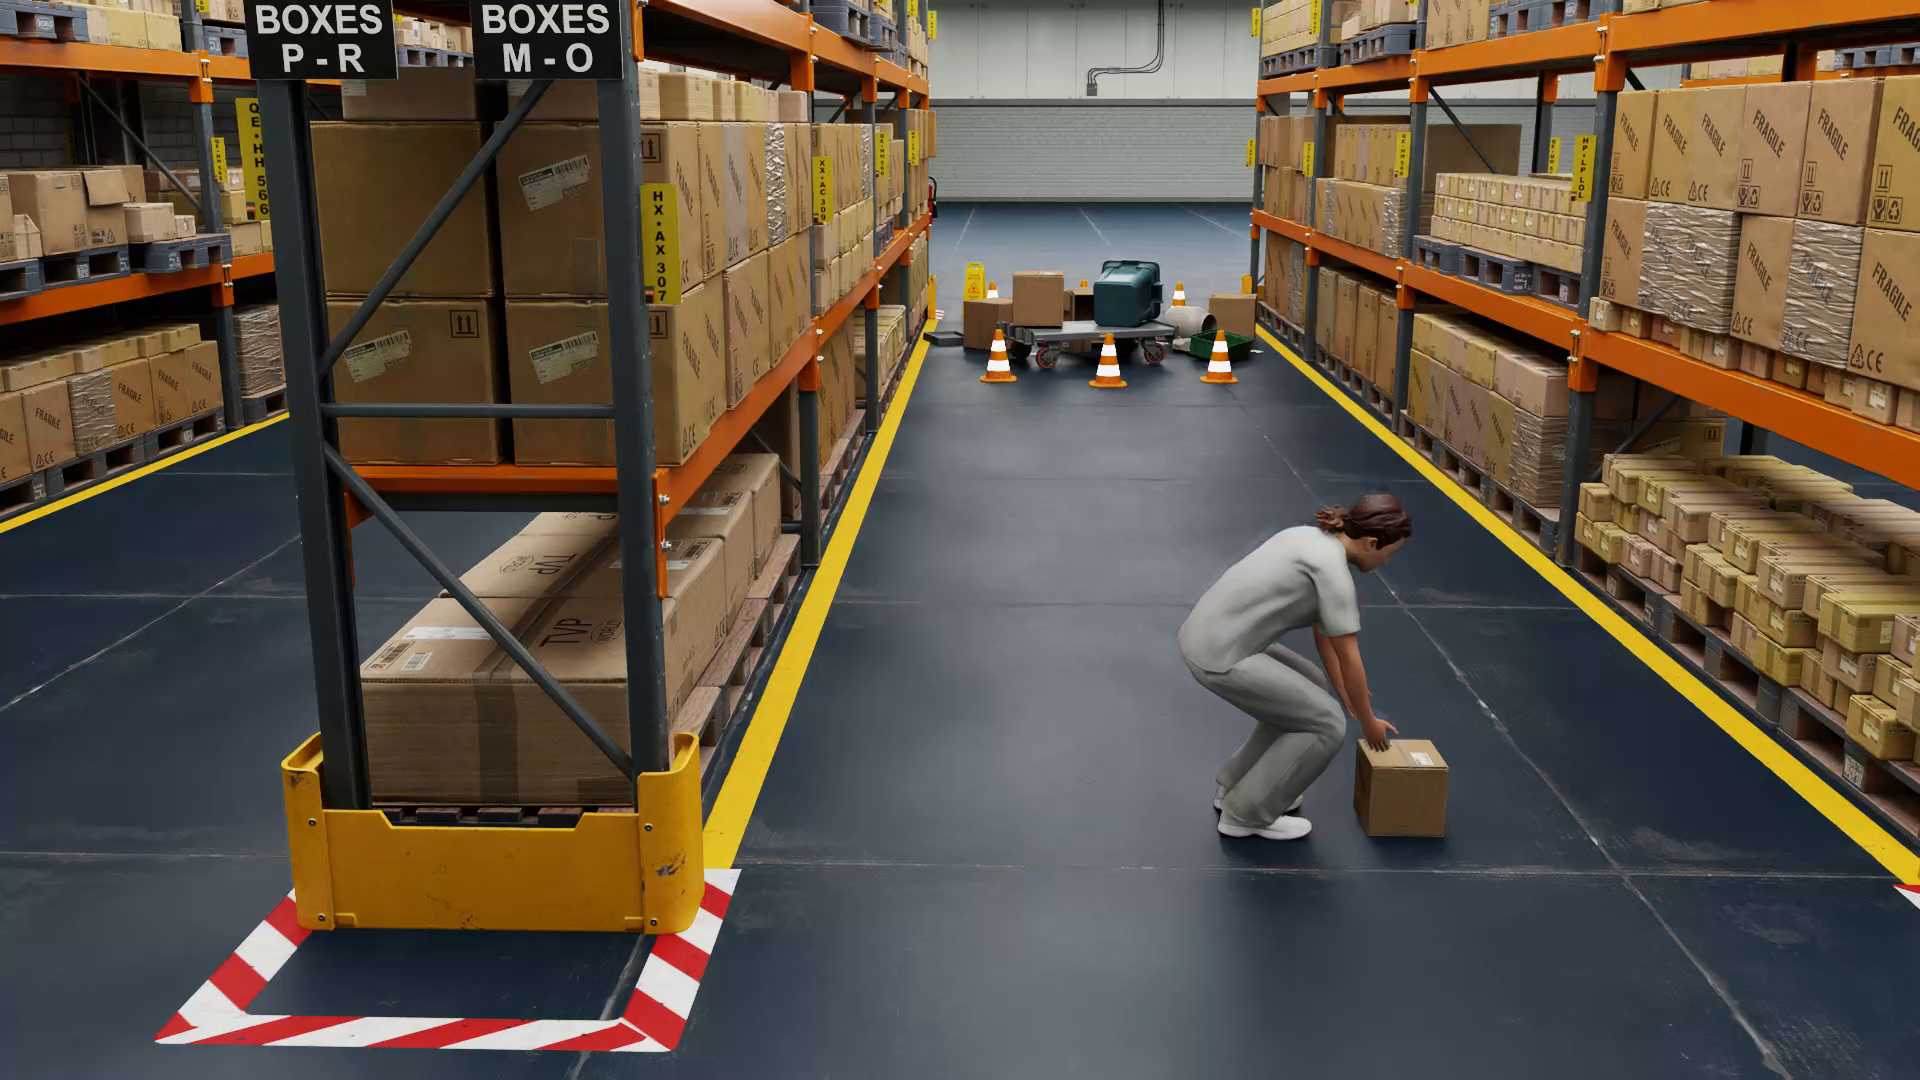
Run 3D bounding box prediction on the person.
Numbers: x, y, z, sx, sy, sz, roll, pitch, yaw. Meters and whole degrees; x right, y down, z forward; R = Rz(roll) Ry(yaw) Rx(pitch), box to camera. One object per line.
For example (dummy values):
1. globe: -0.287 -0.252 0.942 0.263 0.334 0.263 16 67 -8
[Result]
1. person: 1.100 0.399 5.535 0.750 1.130 0.494 0 14 1
